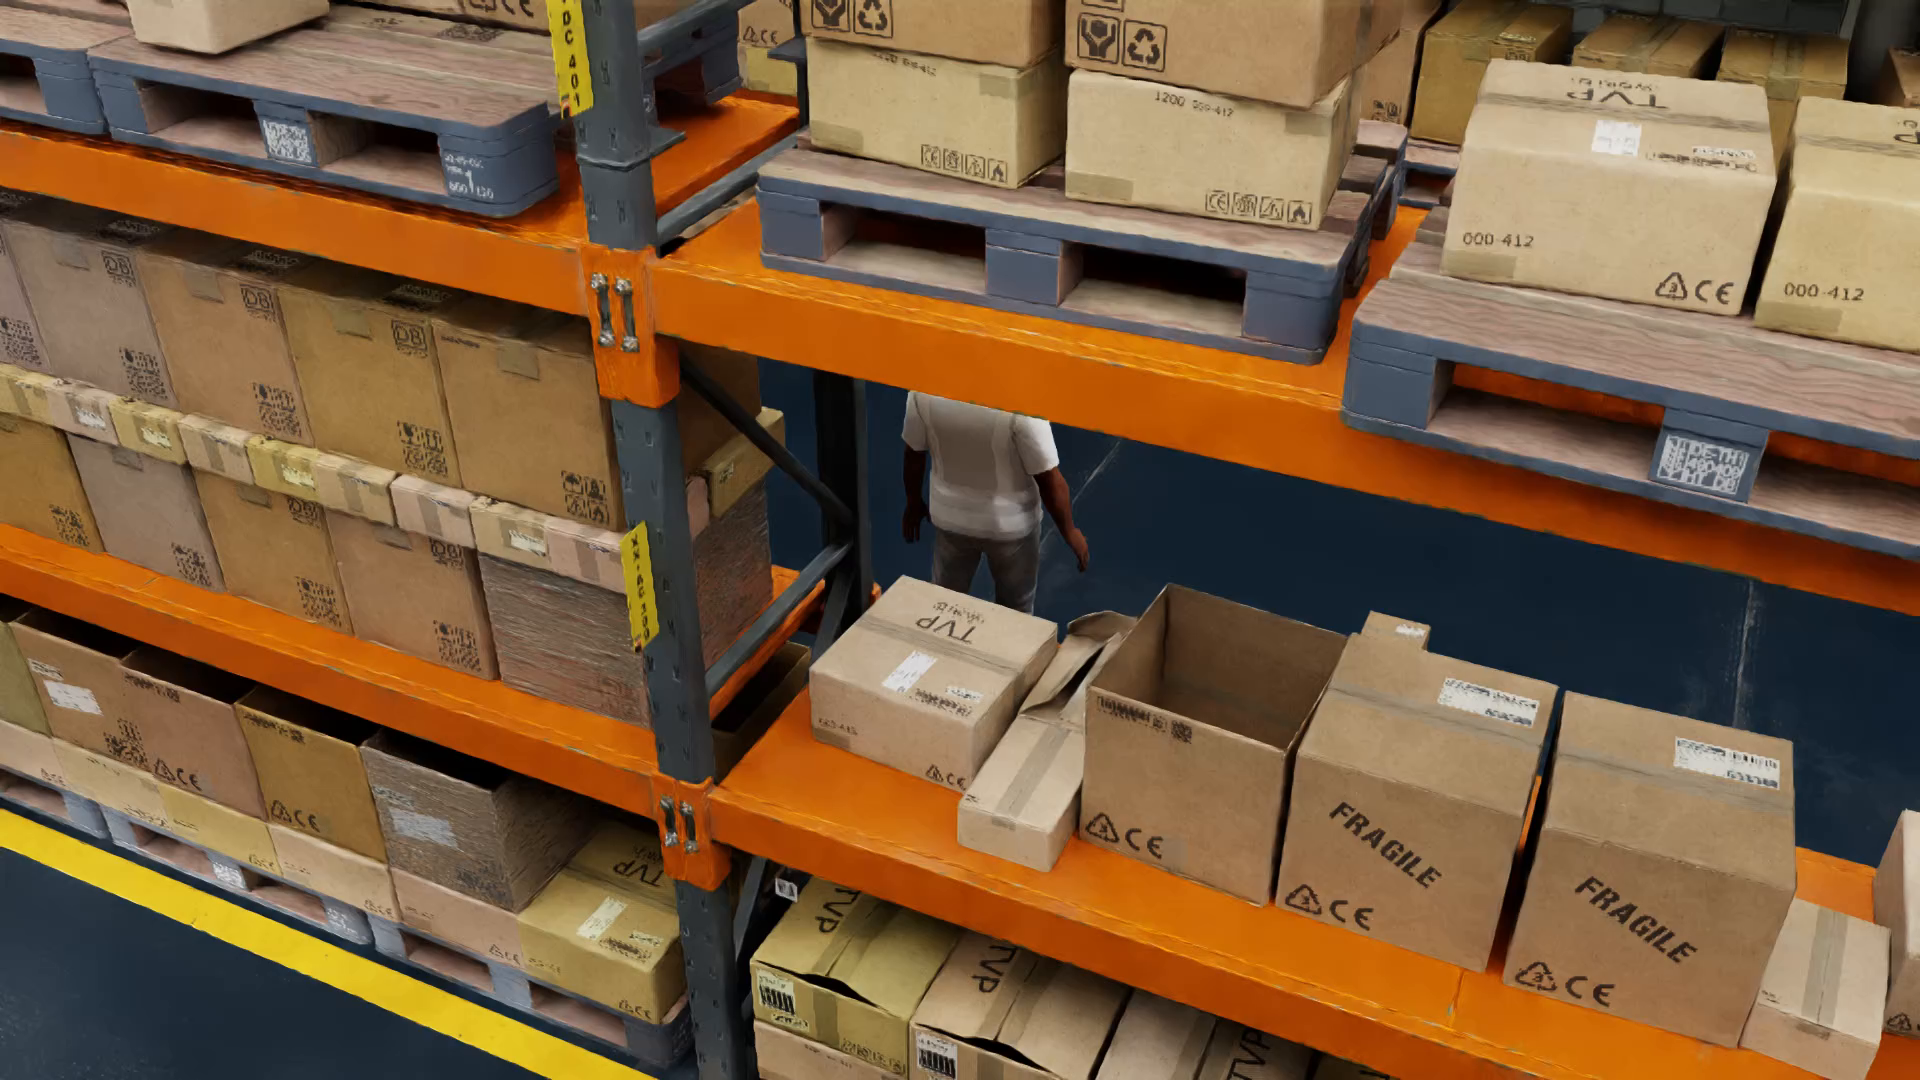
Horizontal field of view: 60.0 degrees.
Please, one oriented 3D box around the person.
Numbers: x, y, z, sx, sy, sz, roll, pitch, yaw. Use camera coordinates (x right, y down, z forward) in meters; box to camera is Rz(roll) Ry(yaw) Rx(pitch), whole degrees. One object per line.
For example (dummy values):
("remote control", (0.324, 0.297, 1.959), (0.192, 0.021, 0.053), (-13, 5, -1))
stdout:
("person", (0.139, -0.093, 6.241), (0.747, 1.768, 0.587), (13, 36, 19))
